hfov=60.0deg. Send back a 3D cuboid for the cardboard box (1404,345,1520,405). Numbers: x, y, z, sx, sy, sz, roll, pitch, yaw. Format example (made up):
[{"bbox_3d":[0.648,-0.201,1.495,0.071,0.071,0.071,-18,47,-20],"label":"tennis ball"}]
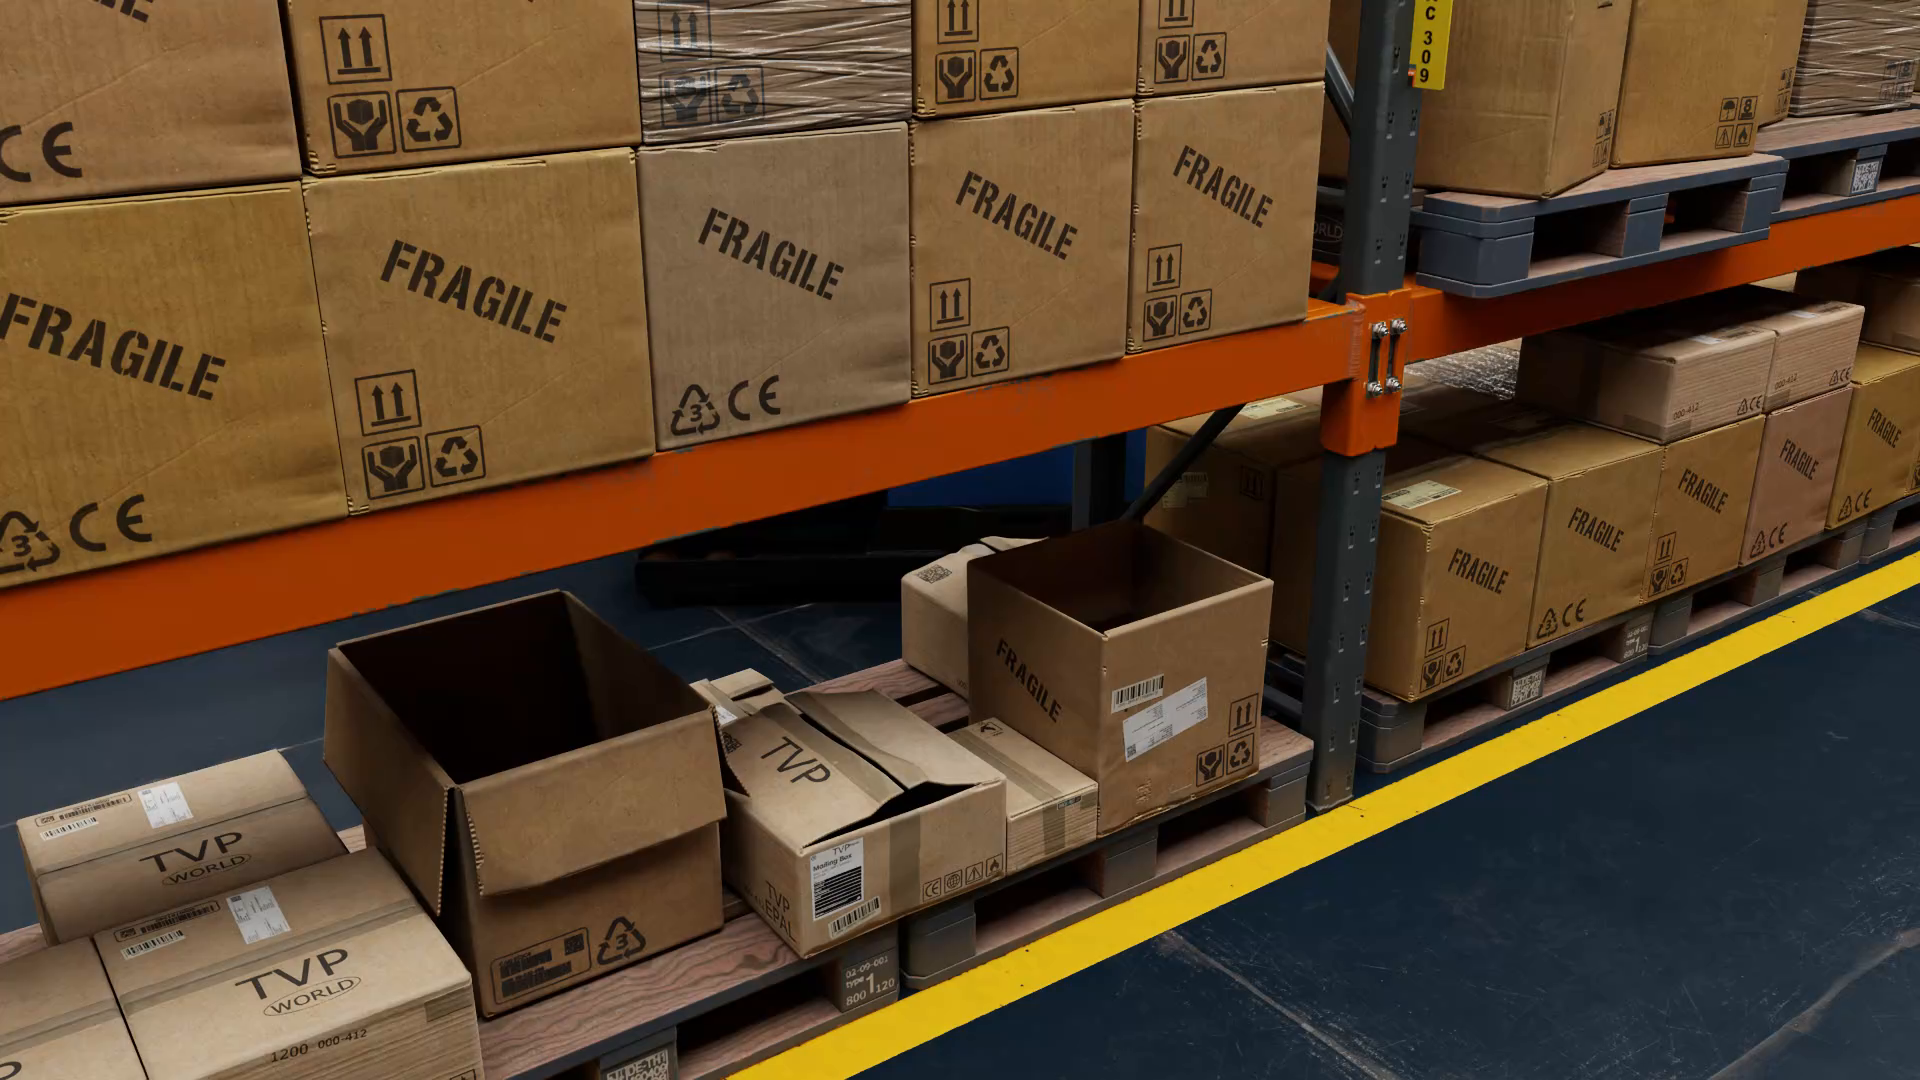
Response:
[{"bbox_3d":[1.704,-0.315,5.418,0.500,0.500,0.500,-15,26,-32],"label":"cardboard box"}]

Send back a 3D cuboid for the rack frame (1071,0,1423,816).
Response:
[{"bbox_3d":[0.657,-0.866,4.019,0.127,3.000,1.000,-15,26,-33],"label":"rack frame"}]

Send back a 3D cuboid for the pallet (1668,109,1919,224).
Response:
[{"bbox_3d":[2.328,-1.220,5.166,1.213,0.211,1.003,-15,26,-33],"label":"pallet"}]

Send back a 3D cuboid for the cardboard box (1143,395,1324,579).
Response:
[{"bbox_3d":[0.890,-0.102,4.884,0.500,0.500,0.500,-15,26,-33],"label":"cardboard box"}]

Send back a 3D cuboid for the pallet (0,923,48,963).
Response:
[{"bbox_3d":[-1.882,1.106,2.841,1.213,0.211,1.003,-15,26,-33],"label":"pallet"}]

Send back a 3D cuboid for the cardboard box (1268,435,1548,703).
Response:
[{"bbox_3d":[1.192,0.059,4.479,0.500,0.500,0.500,-16,27,-35],"label":"cardboard box"}]

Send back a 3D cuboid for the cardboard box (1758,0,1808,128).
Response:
[{"bbox_3d":[2.055,-1.508,4.927,0.700,0.500,0.500,17,27,36],"label":"cardboard box"}]

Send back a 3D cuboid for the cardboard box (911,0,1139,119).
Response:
[{"bbox_3d":[-0.017,-1.078,3.066,0.500,0.500,0.500,-16,27,-34],"label":"cardboard box"}]

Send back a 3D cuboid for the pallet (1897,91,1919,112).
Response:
[{"bbox_3d":[3.395,-1.475,5.804,1.003,0.211,1.213,-15,26,-33],"label":"pallet"}]

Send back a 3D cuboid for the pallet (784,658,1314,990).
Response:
[{"bbox_3d":[0.099,0.578,4.164,1.213,0.211,1.003,-15,26,-33],"label":"pallet"}]

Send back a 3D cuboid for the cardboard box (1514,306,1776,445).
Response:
[{"bbox_3d":[2.004,-0.505,4.883,0.500,0.250,0.500,-15,26,-33],"label":"cardboard box"}]

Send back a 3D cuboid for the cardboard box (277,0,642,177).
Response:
[{"bbox_3d":[-0.835,-0.860,2.520,0.500,0.500,0.500,-15,26,-33],"label":"cardboard box"}]

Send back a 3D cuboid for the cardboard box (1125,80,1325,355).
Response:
[{"bbox_3d":[0.401,-0.727,3.536,0.500,0.500,0.500,-14,26,-32],"label":"cardboard box"}]

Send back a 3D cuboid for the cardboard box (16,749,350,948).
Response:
[{"bbox_3d":[-1.504,0.684,3.251,0.500,0.250,0.500,-15,26,-33],"label":"cardboard box"}]

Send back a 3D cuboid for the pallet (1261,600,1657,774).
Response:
[{"bbox_3d":[1.295,0.242,5.006,1.213,0.211,1.003,-15,26,-33],"label":"pallet"}]

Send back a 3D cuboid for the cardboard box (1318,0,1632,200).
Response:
[{"bbox_3d":[1.172,-1.143,4.011,0.700,0.500,0.500,14,26,32],"label":"cardboard box"}]

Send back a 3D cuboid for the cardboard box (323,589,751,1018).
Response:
[{"bbox_3d":[-0.865,0.497,3.377,0.637,0.503,0.797,-15,26,-33],"label":"cardboard box"}]

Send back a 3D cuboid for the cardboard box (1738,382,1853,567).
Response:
[{"bbox_3d":[2.439,-0.275,5.316,0.500,0.500,0.500,-16,27,-35],"label":"cardboard box"}]

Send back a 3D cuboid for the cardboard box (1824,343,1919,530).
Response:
[{"bbox_3d":[2.862,-0.390,5.606,0.500,0.500,0.500,-16,27,-35],"label":"cardboard box"}]

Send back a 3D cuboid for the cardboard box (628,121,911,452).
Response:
[{"bbox_3d":[-0.432,-0.503,2.975,0.500,0.500,0.500,-14,26,-32],"label":"cardboard box"}]

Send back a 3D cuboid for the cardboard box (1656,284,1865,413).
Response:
[{"bbox_3d":[2.411,-0.614,5.155,0.500,0.250,0.500,-16,26,-34],"label":"cardboard box"}]

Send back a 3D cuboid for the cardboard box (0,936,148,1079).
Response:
[{"bbox_3d":[-1.577,0.932,2.630,0.500,0.250,0.500,-15,26,-33],"label":"cardboard box"}]

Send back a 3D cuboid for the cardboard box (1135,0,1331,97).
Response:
[{"bbox_3d":[0.398,-1.189,3.346,0.500,0.500,0.500,-15,26,-33],"label":"cardboard box"}]

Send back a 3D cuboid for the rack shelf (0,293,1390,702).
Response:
[{"bbox_3d":[-0.966,-0.099,3.067,4.000,0.370,1.077,-15,26,-33],"label":"rack shelf"}]

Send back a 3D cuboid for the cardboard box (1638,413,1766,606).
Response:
[{"bbox_3d":[2.028,-0.165,5.043,0.500,0.500,0.500,-15,26,-32],"label":"cardboard box"}]

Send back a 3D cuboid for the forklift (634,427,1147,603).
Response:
[{"bbox_3d":[-0.712,-1.358,5.345,3.031,2.935,1.130,-1,22,-3],"label":"forklift"}]

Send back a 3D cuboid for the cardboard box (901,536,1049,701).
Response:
[{"bbox_3d":[0.190,0.204,4.371,0.500,0.311,0.500,-15,26,-33],"label":"cardboard box"}]

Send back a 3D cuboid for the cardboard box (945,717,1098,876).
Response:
[{"bbox_3d":[0.091,0.562,3.694,0.250,0.149,0.380,-15,26,-33],"label":"cardboard box"}]

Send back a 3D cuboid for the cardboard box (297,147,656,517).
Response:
[{"bbox_3d":[-0.844,-0.392,2.696,0.500,0.500,0.500,-15,26,-32],"label":"cardboard box"}]

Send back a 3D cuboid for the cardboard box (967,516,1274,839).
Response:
[{"bbox_3d":[0.360,0.299,3.878,0.500,0.500,0.500,-15,26,-33],"label":"cardboard box"}]

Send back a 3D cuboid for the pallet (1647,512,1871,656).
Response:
[{"bbox_3d":[2.286,-0.024,5.671,1.213,0.211,1.003,-15,26,-33],"label":"pallet"}]

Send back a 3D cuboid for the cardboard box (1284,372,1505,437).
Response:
[{"bbox_3d":[1.296,-0.207,5.146,0.500,0.500,0.500,-15,26,-33],"label":"cardboard box"}]

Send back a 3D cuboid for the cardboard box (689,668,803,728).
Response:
[{"bbox_3d":[-0.506,0.462,3.921,0.250,0.166,0.380,-15,26,-33],"label":"cardboard box"}]

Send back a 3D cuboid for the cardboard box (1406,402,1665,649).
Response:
[{"bbox_3d":[1.618,-0.059,4.777,0.500,0.500,0.500,-14,26,-32],"label":"cardboard box"}]

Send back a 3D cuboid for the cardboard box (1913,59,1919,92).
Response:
[{"bbox_3d":[3.459,-1.803,5.666,0.700,0.500,0.500,14,26,32],"label":"cardboard box"}]

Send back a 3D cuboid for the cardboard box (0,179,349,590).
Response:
[{"bbox_3d":[-1.251,-0.284,2.427,0.500,0.500,0.500,-15,26,-33],"label":"cardboard box"}]

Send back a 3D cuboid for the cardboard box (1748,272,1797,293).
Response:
[{"bbox_3d":[3.368,-0.762,6.539,0.500,0.500,0.500,-14,26,-31],"label":"cardboard box"}]

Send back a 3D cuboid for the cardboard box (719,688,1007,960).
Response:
[{"bbox_3d":[-0.249,0.550,3.506,0.500,0.311,0.500,-15,26,-33],"label":"cardboard box"}]

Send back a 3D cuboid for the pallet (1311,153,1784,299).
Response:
[{"bbox_3d":[1.369,-0.917,4.406,1.213,0.211,1.003,-15,26,-33],"label":"pallet"}]

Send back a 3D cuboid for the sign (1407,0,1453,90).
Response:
[{"bbox_3d":[0.980,-1.106,3.454,0.005,0.325,0.100,-15,26,-33],"label":"sign"}]

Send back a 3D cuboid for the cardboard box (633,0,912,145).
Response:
[{"bbox_3d":[-0.426,-0.969,2.793,0.500,0.500,0.500,-15,26,-32],"label":"cardboard box"}]

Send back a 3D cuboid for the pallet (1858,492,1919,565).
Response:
[{"bbox_3d":[3.276,-0.286,6.329,1.213,0.211,1.003,-15,26,-33],"label":"pallet"}]

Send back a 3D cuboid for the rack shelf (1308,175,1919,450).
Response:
[{"bbox_3d":[2.280,-0.965,5.237,4.000,0.370,1.077,-15,26,-33],"label":"rack shelf"}]

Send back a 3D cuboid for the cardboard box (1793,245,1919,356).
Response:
[{"bbox_3d":[3.239,-0.837,5.713,0.500,0.250,0.500,-14,26,-31],"label":"cardboard box"}]

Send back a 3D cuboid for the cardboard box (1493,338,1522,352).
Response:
[{"bbox_3d":[2.115,-0.426,5.696,0.500,0.500,0.500,-16,27,-35],"label":"cardboard box"}]

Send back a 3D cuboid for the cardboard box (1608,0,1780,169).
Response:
[{"bbox_3d":[1.693,-1.311,4.432,0.500,0.500,0.700,-10,24,-25],"label":"cardboard box"}]

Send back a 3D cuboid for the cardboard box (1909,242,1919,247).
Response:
[{"bbox_3d":[4.185,-1.098,6.986,0.500,0.311,0.500,-14,26,-31],"label":"cardboard box"}]

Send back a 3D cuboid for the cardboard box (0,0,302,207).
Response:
[{"bbox_3d":[-1.247,-0.750,2.244,0.500,0.500,0.500,-15,26,-32],"label":"cardboard box"}]

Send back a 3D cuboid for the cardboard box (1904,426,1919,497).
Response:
[{"bbox_3d":[3.282,-0.502,5.886,0.500,0.500,0.500,-14,26,-31],"label":"cardboard box"}]

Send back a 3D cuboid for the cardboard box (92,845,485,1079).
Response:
[{"bbox_3d":[-1.171,0.824,2.901,0.500,0.250,0.500,-15,26,-33],"label":"cardboard box"}]

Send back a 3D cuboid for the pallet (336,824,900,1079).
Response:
[{"bbox_3d":[-0.892,0.843,3.498,1.213,0.211,1.003,-15,26,-33],"label":"pallet"}]

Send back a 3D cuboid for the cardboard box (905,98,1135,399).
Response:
[{"bbox_3d":[-0.017,-0.615,3.255,0.500,0.500,0.500,-14,26,-31],"label":"cardboard box"}]

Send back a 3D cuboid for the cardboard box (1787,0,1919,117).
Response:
[{"bbox_3d":[2.605,-1.662,5.314,0.500,0.500,0.700,-10,24,-23],"label":"cardboard box"}]
